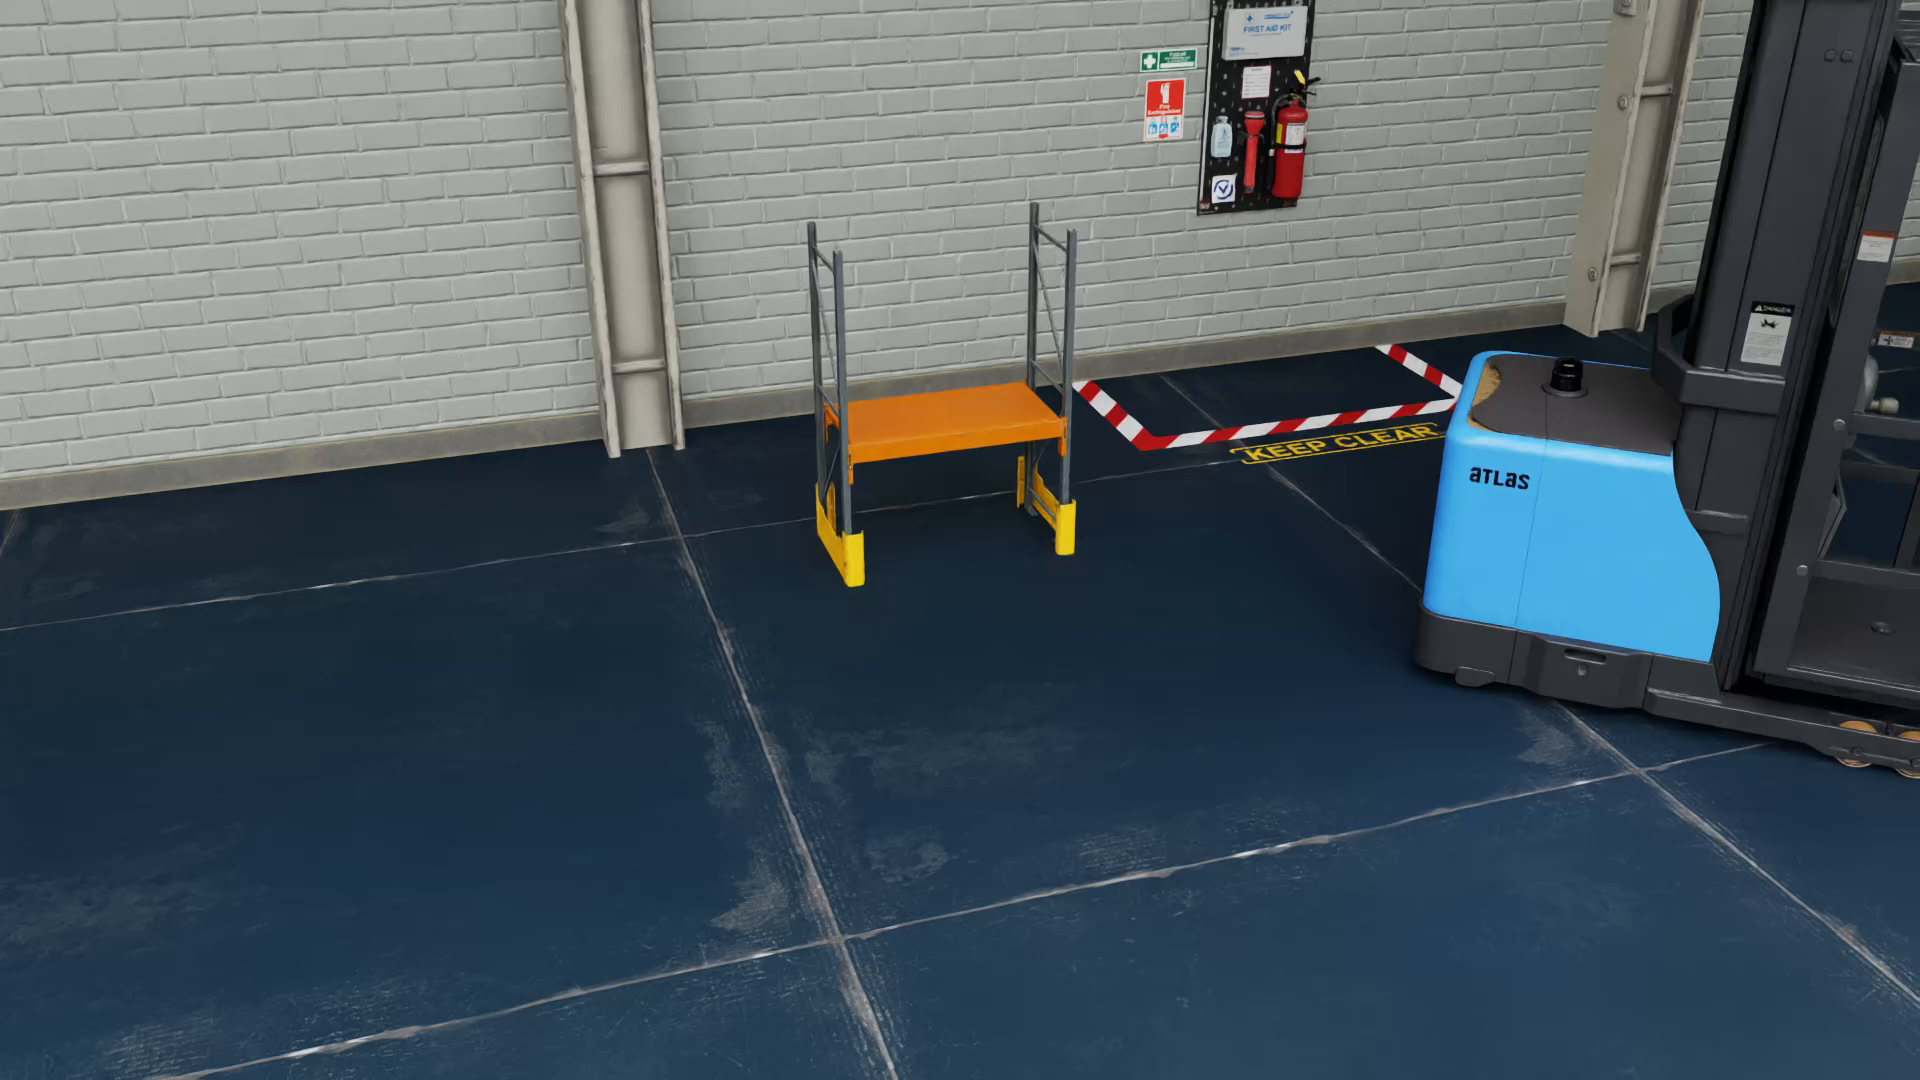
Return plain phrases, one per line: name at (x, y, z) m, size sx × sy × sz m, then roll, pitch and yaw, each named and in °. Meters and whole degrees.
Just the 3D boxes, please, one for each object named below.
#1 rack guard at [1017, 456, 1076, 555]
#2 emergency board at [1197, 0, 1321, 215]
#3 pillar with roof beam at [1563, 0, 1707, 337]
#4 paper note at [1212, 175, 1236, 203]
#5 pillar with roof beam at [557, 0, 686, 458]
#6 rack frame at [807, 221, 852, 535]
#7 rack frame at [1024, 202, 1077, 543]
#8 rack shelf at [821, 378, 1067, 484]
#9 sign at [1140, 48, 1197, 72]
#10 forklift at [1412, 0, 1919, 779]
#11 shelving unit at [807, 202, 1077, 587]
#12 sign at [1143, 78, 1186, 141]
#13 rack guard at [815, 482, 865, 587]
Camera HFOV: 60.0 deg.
rack guard at (0.401, -0.170, 7.811) m, size 0.087 × 0.250 × 0.587 m, roll -8°, pitch 28°, yaw -16°
emergency board at (1.672, -2.362, 9.134) m, size 0.643 × 1.169 × 0.194 m, roll -8°, pitch 28°, yaw -16°
pillar with roof beam at (5.367, -3.553, 4.787) m, size 0.400 × 9.000 × 9.100 m, roll -8°, pitch 28°, yaw -16°
paper note at (1.483, -1.972, 9.340) m, size 0.142 × 0.148 × 0.016 m, roll -8°, pitch 28°, yaw -16°
pillar with roof beam at (-0.338, -2.727, 3.123) m, size 0.400 × 9.000 × 9.100 m, roll -8°, pitch 28°, yaw -16°
rack frame at (-0.564, -0.590, 7.252) m, size 0.032 × 1.500 × 0.500 m, roll -8°, pitch 28°, yaw -16°
rack frame at (0.402, -0.730, 7.534) m, size 0.032 × 1.500 × 0.500 m, roll -8°, pitch 28°, yaw -16°
rack shelf at (-0.081, -0.499, 7.473) m, size 1.000 × 0.185 × 0.538 m, roll -8°, pitch 28°, yaw -16°
sign at (1.122, -2.580, 8.937) m, size 0.331 × 0.109 × 0.001 m, roll -8°, pitch 28°, yaw -16°
forklift at (3.376, -0.719, 5.902) m, size 3.031 × 2.935 × 1.130 m, roll 10°, pitch 28°, yaw 19°
shelving unit at (-0.072, -0.661, 7.395) m, size 1.083 × 1.500 × 0.587 m, roll -8°, pitch 28°, yaw -16°
sign at (1.115, -2.345, 9.061) m, size 0.234 × 0.329 × 0.001 m, roll -8°, pitch 28°, yaw -16°
rack guard at (-0.546, -0.033, 7.535) m, size 0.087 × 0.250 × 0.587 m, roll -8°, pitch 28°, yaw -16°
